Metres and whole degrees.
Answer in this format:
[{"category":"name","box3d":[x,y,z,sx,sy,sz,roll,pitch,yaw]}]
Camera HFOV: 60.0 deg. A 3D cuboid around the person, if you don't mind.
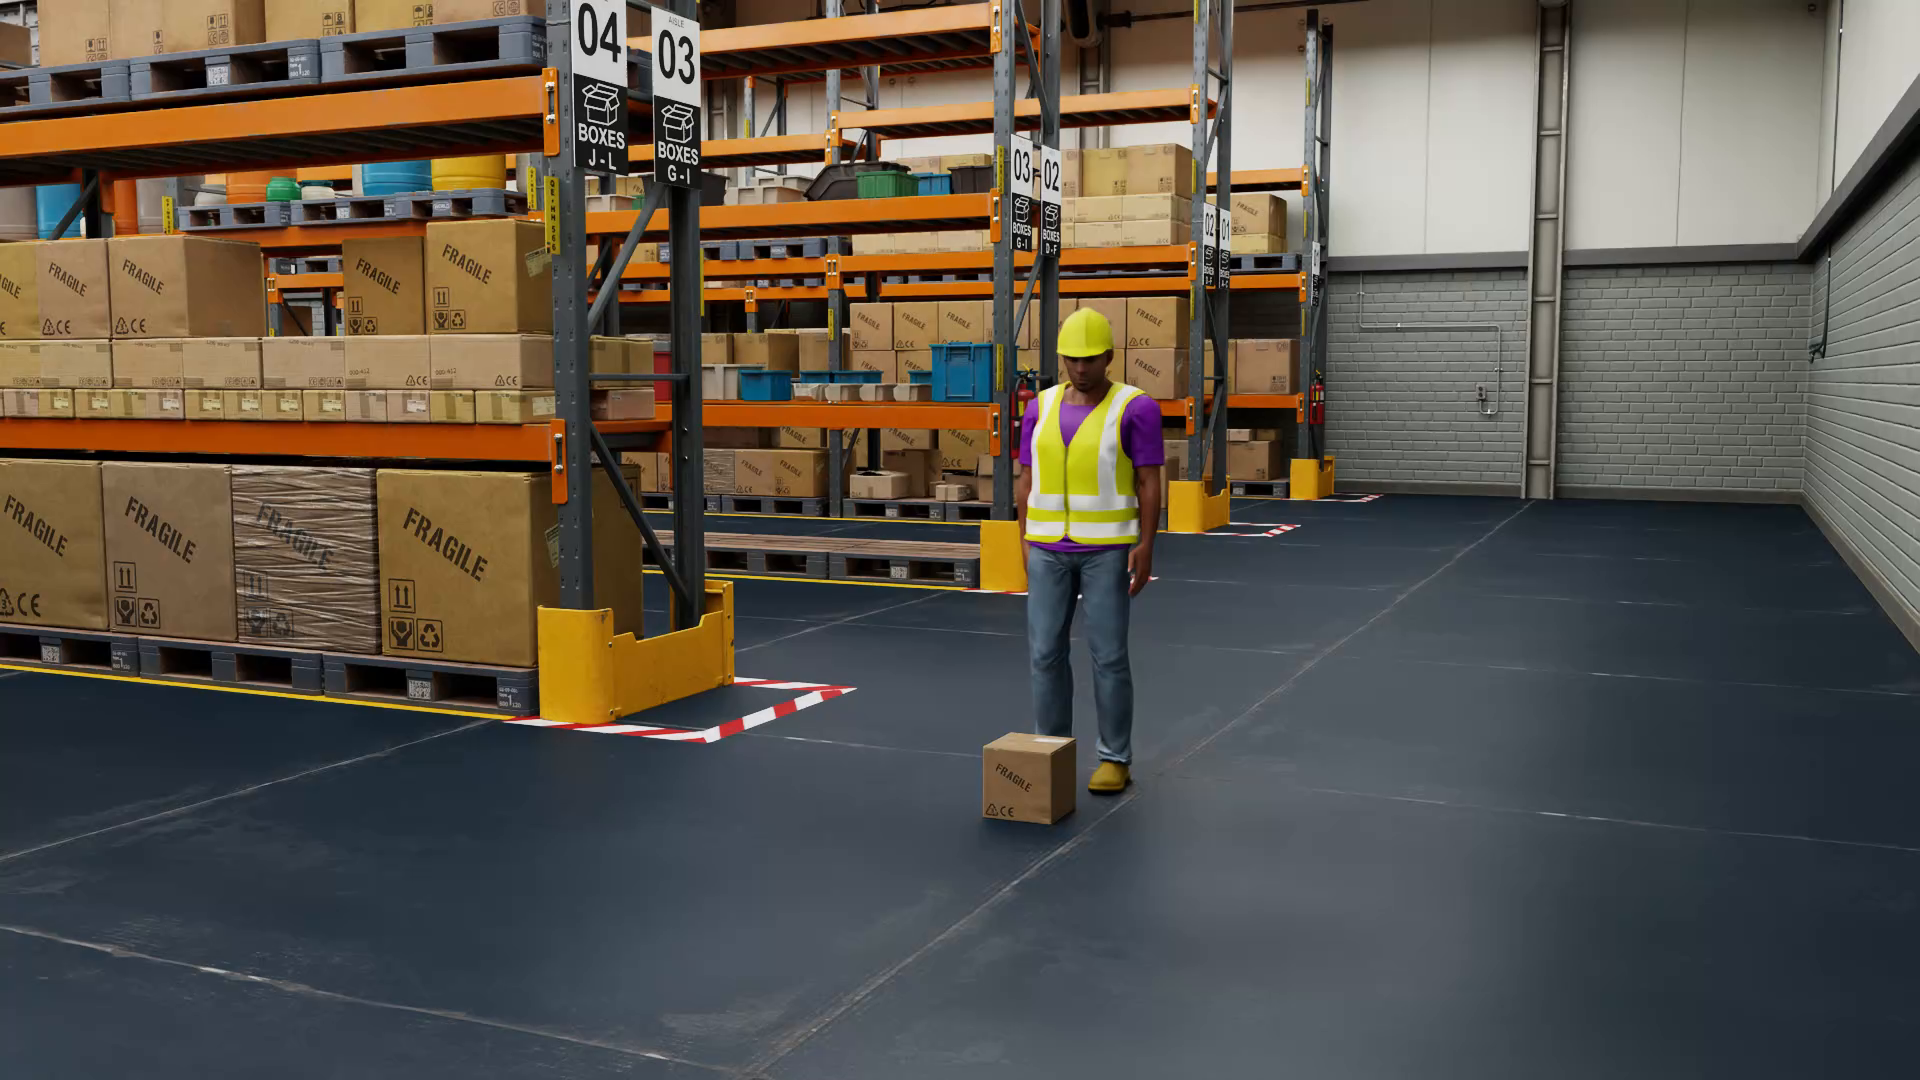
[{"category":"person","box3d":[0.464,0.032,6.130,0.570,1.757,0.373,3,6,25]}]
